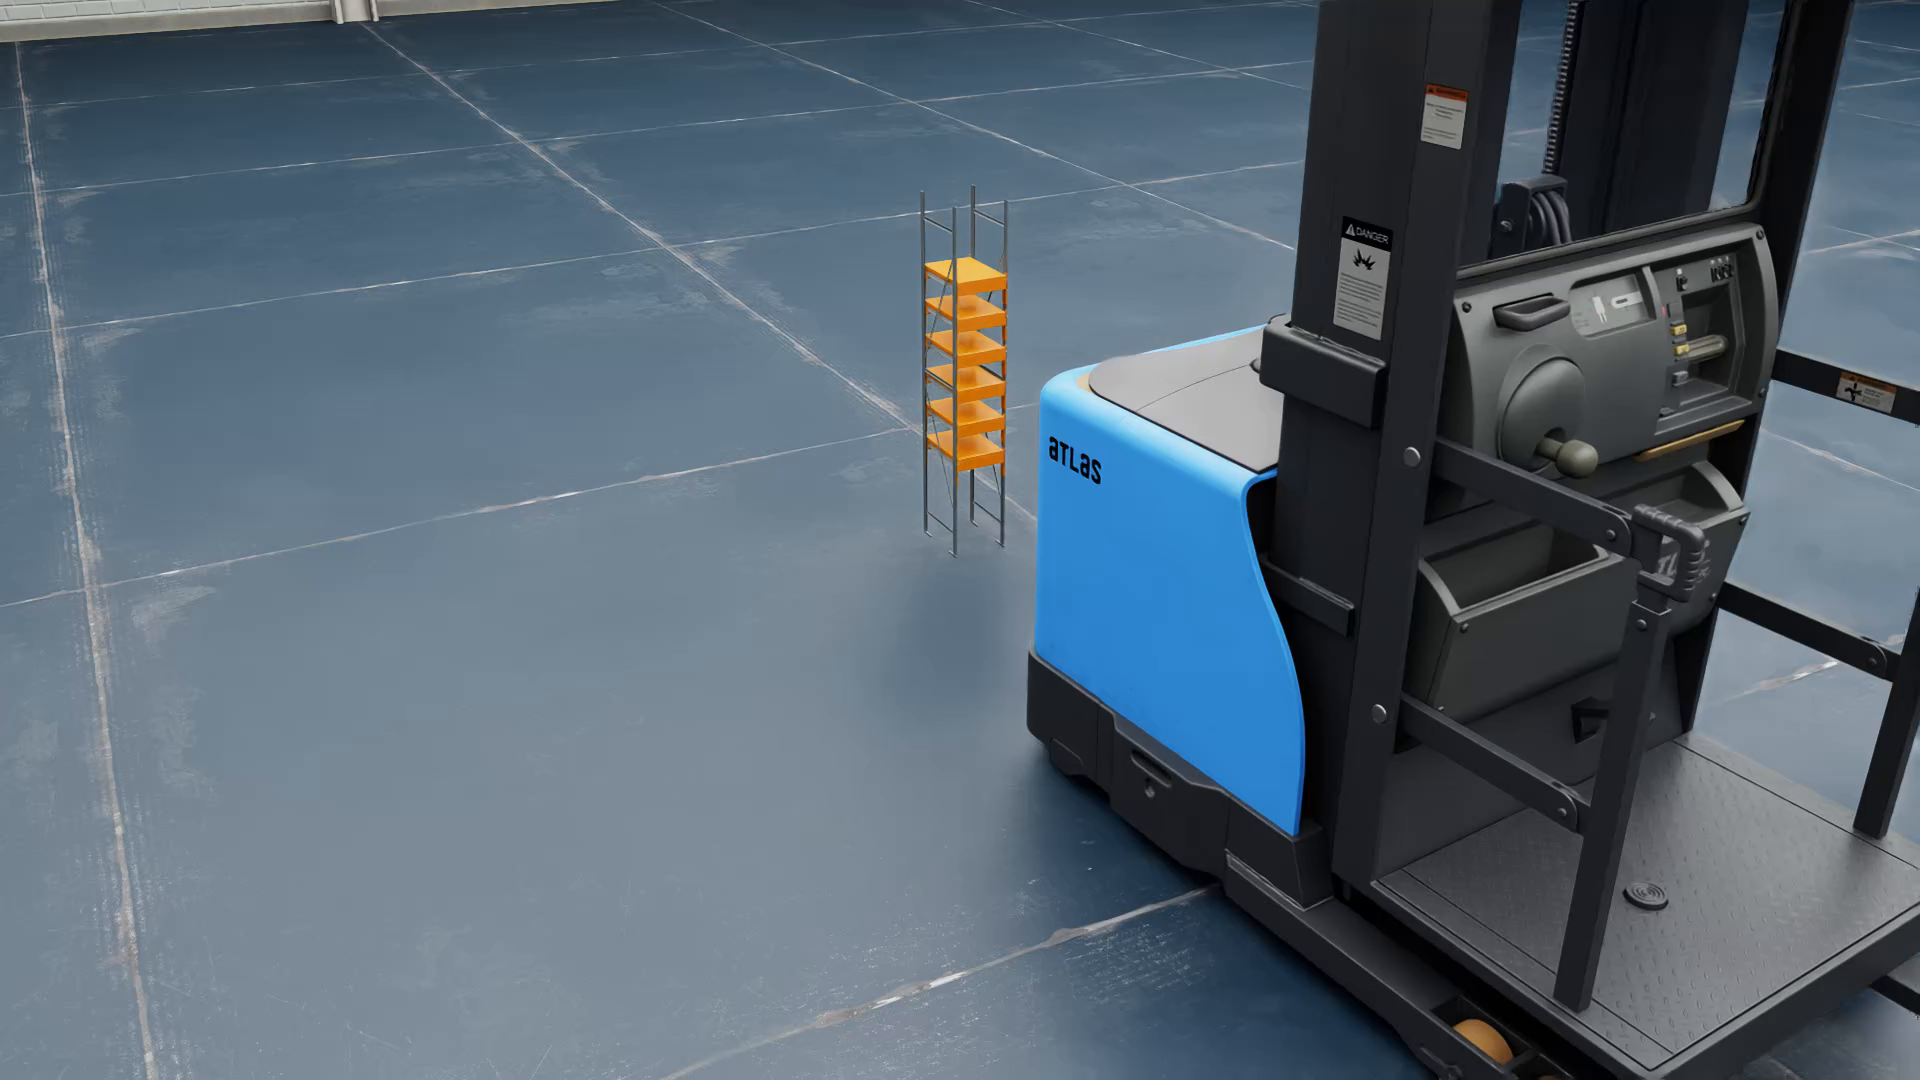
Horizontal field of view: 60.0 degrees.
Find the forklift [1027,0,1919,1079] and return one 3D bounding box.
[{"bbox_3d":[1.410,-0.343,3.078,1.130,2.935,3.031,-16,30,-30],"label":"forklift"}]

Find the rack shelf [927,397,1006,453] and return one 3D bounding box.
[{"bbox_3d":[0.013,-0.396,5.568,0.180,0.103,0.258,-13,29,-25],"label":"rack shelf"}]

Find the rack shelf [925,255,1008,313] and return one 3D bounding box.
[{"bbox_3d":[0.013,-0.828,5.360,0.180,0.103,0.258,-13,29,-25],"label":"rack shelf"}]

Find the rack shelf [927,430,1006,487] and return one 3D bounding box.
[{"bbox_3d":[0.013,-0.287,5.620,0.180,0.103,0.258,-13,29,-25],"label":"rack shelf"}]

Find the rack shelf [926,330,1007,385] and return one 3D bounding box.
[{"bbox_3d":[0.013,-0.612,5.464,0.180,0.103,0.258,-13,29,-25],"label":"rack shelf"}]

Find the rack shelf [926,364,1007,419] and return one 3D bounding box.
[{"bbox_3d":[0.013,-0.504,5.516,0.180,0.103,0.258,-13,29,-25],"label":"rack shelf"}]

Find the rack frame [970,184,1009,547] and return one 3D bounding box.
[{"bbox_3d":[0.093,-0.562,5.535,0.006,1.200,0.240,-13,29,-25],"label":"rack frame"}]

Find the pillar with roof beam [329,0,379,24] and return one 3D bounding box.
[{"bbox_3d":[-3.966,-7.568,11.115,0.400,9.000,9.100,-13,29,-25],"label":"pillar with roof beam"}]

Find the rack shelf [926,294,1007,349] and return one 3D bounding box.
[{"bbox_3d":[0.013,-0.720,5.412,0.180,0.103,0.258,-13,29,-25],"label":"rack shelf"}]

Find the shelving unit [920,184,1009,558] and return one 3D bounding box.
[{"bbox_3d":[0.013,-0.544,5.496,0.189,1.200,0.258,-13,29,-25],"label":"shelving unit"}]

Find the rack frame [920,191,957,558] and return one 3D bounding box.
[{"bbox_3d":[-0.068,-0.525,5.458,0.006,1.200,0.240,-13,29,-25],"label":"rack frame"}]
